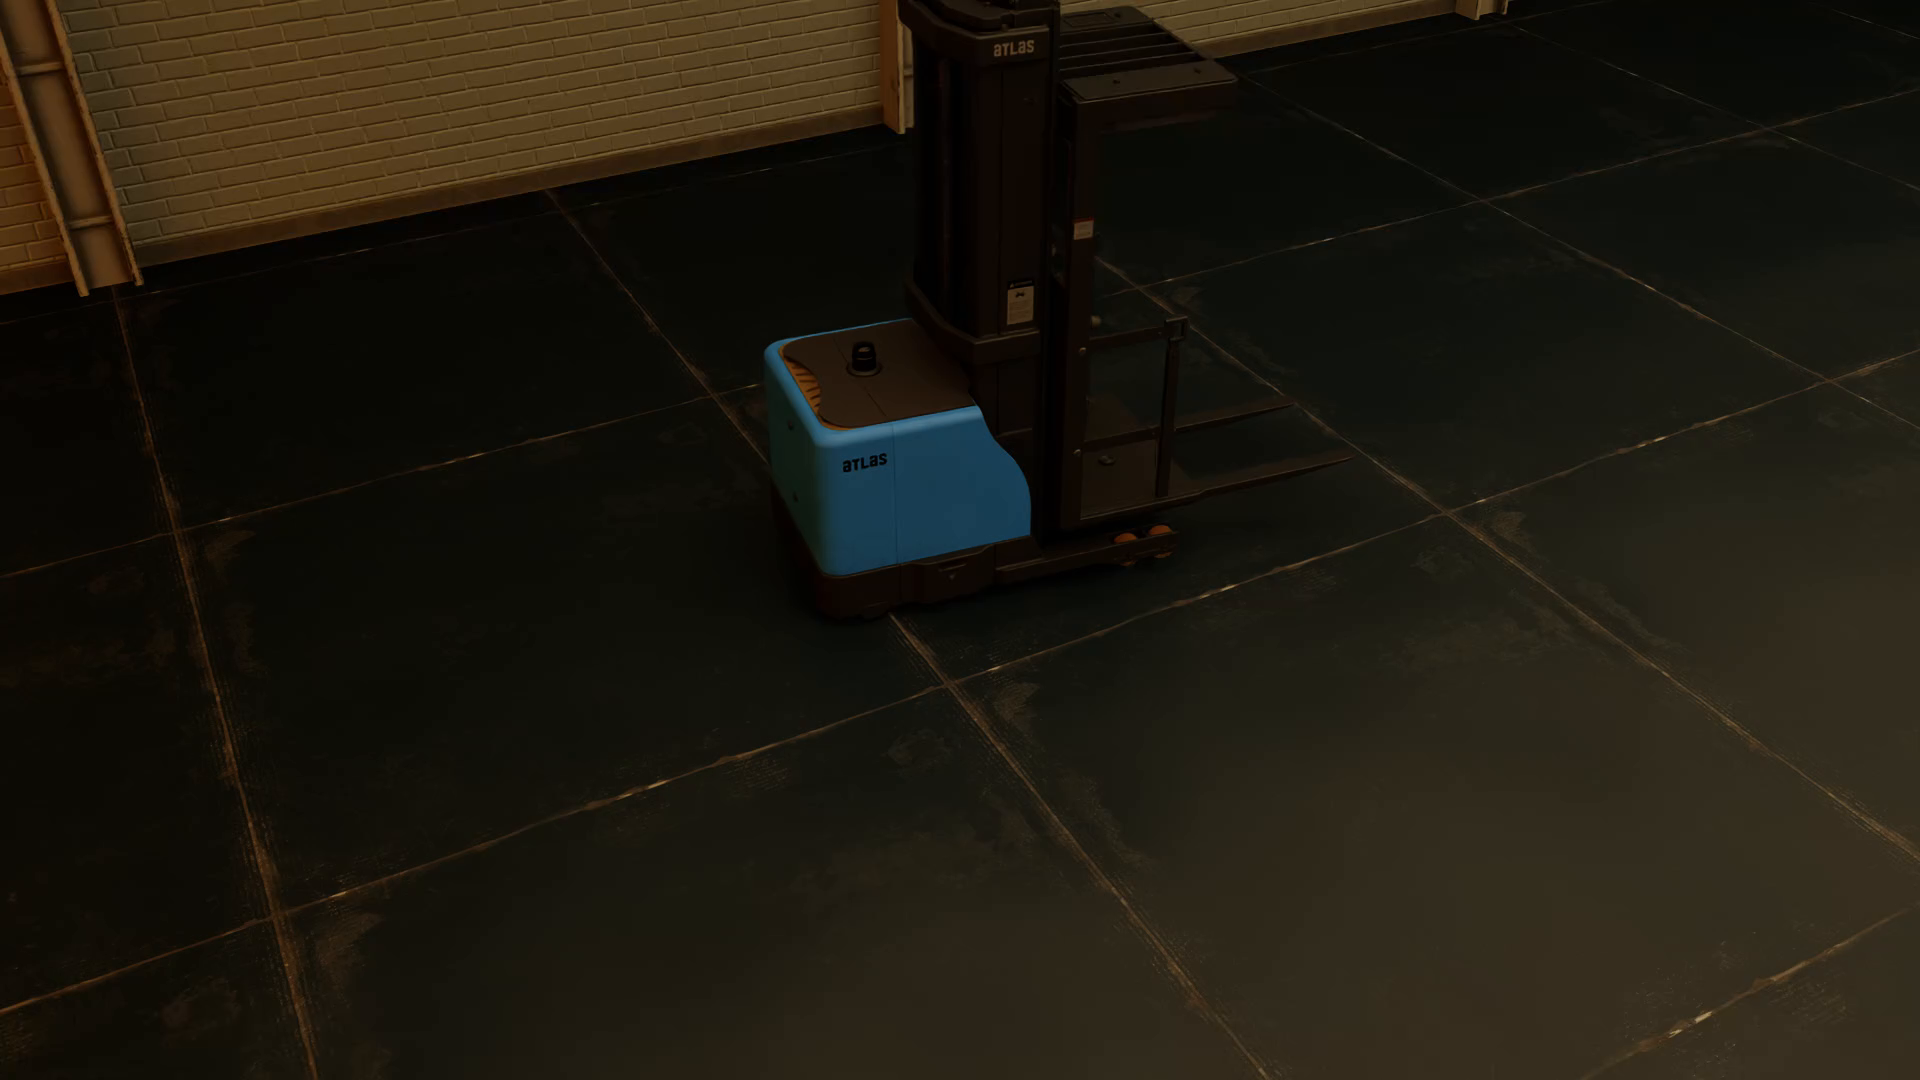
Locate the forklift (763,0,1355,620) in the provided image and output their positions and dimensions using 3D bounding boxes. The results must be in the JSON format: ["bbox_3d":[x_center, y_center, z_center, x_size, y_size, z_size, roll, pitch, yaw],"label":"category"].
[{"bbox_3d":[0.587,-1.338,8.015,3.031,2.935,1.130,-12,37,-17],"label":"forklift"}]
